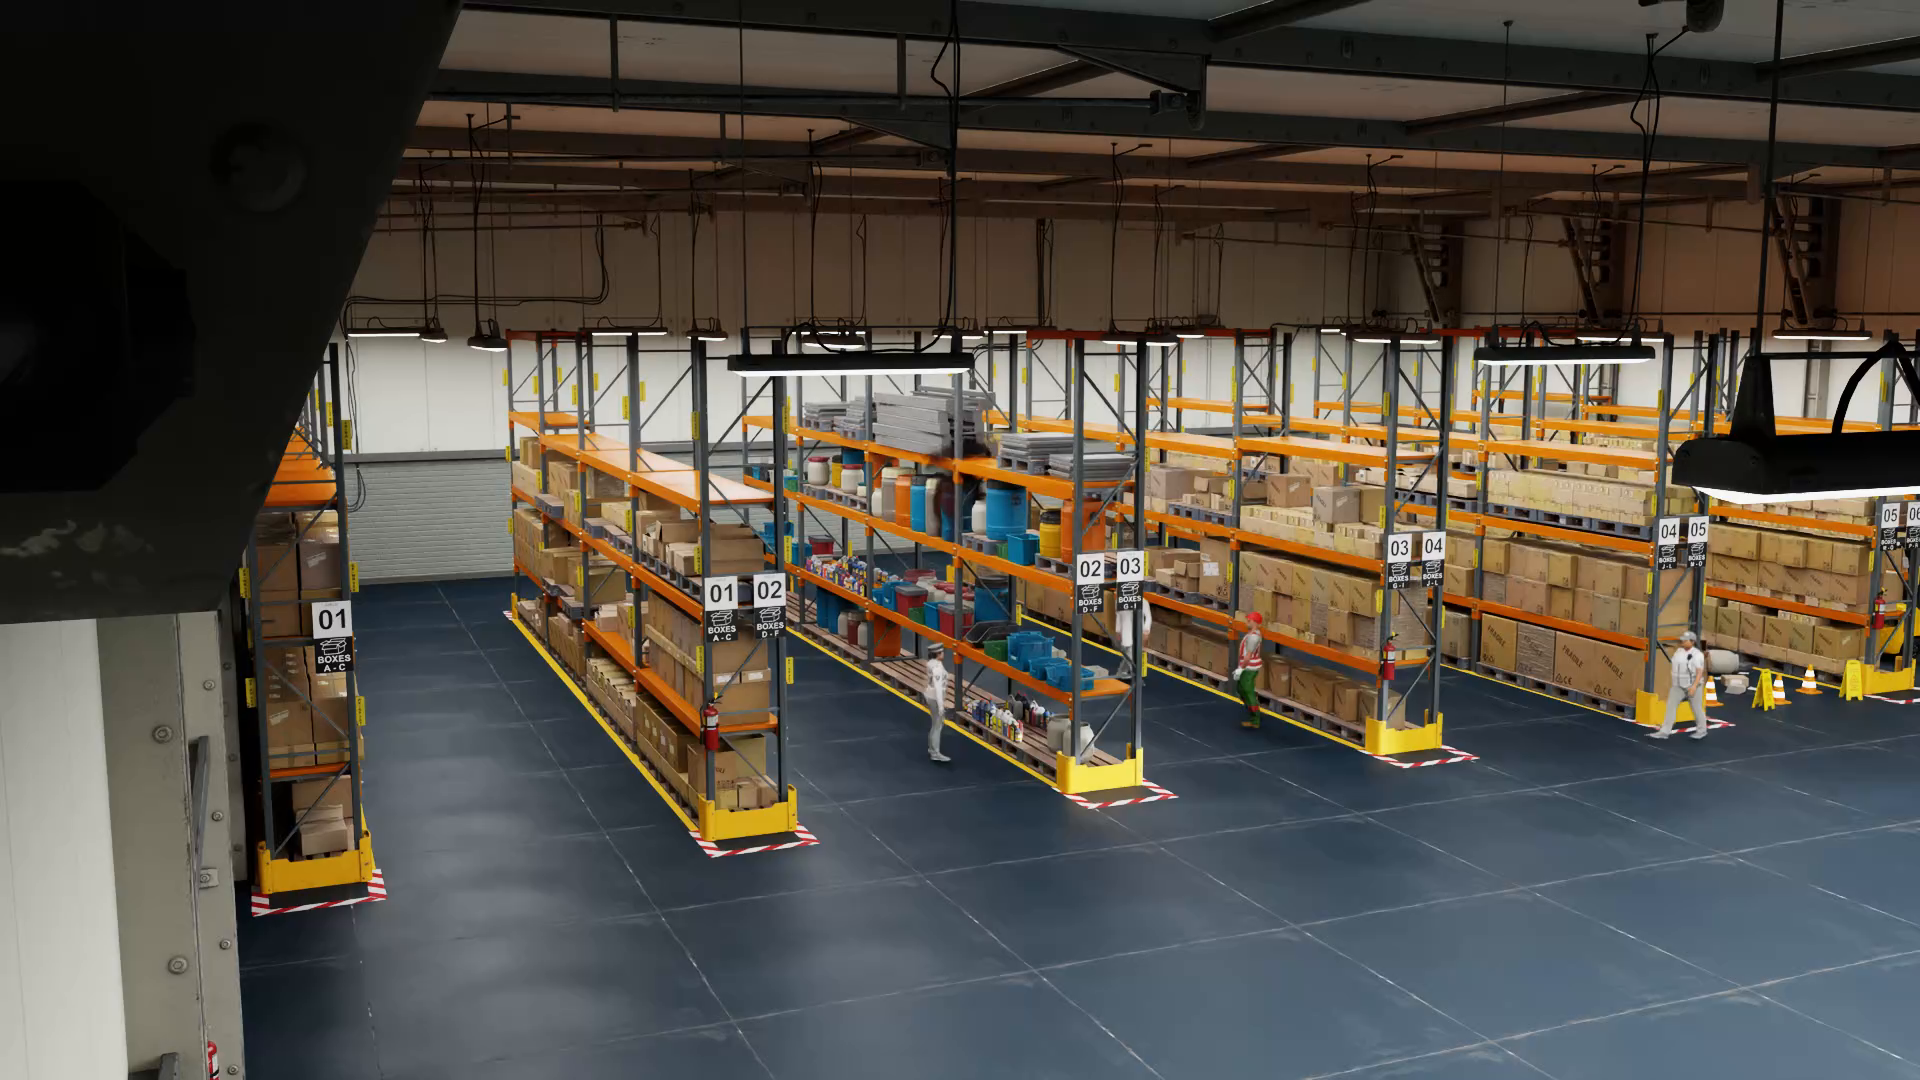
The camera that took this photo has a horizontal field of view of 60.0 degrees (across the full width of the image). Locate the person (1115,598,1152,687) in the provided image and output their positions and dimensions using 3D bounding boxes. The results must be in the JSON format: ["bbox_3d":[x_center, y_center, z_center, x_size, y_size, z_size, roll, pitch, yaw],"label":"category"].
[{"bbox_3d":[2.997,1.597,28.378,0.544,1.711,1.125,-4,9,-25],"label":"person"}]

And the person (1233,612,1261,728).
[{"bbox_3d":[4.394,1.995,25.441,0.468,1.811,0.635,4,9,29],"label":"person"}]

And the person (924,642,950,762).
[{"bbox_3d":[-0.330,2.323,23.631,0.341,1.763,0.558,-1,8,-10],"label":"person"}]

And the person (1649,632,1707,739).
[{"bbox_3d":[10.730,2.167,24.657,0.948,1.612,0.571,-4,9,-28],"label":"person"}]
